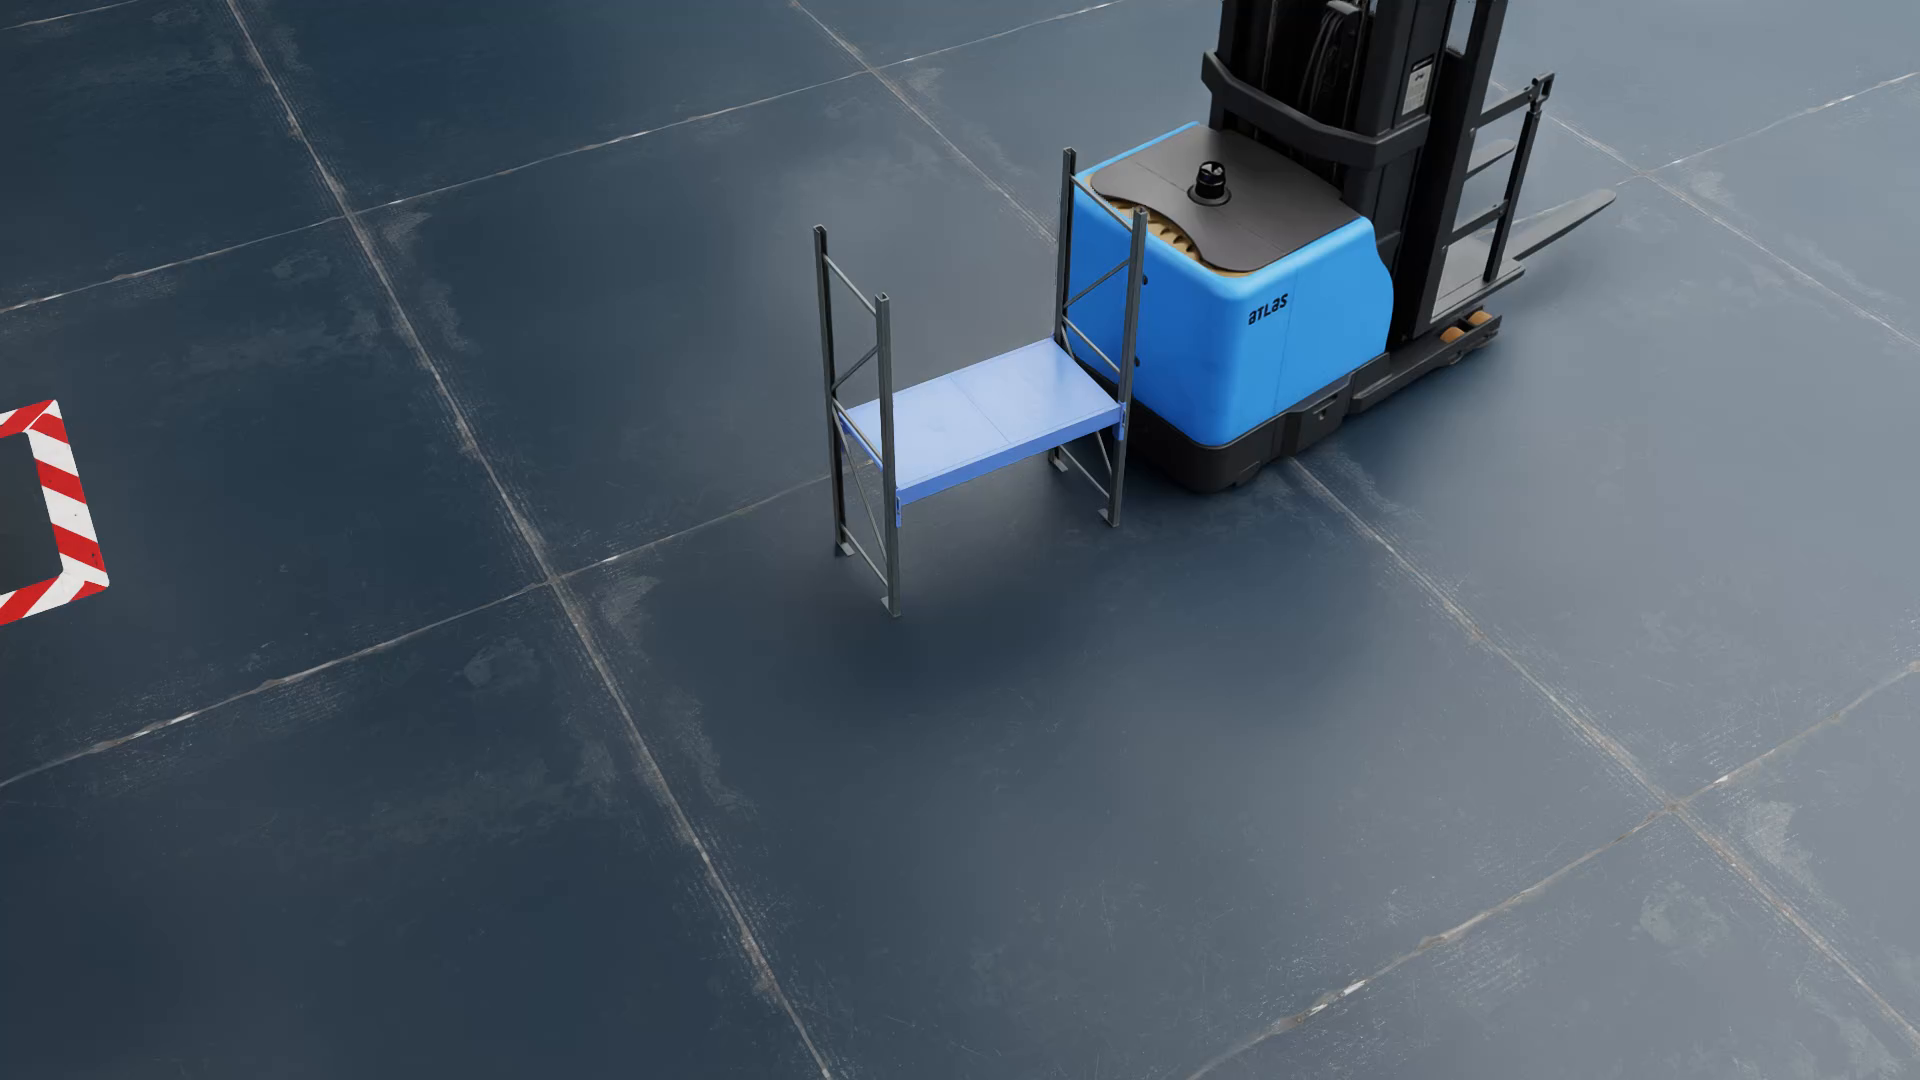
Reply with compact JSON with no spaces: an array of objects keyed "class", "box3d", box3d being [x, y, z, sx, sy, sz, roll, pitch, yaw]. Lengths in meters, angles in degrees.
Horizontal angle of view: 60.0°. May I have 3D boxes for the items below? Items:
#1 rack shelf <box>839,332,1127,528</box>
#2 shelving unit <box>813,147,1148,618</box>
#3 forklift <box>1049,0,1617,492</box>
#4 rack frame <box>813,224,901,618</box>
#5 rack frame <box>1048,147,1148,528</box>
[{"class":"rack shelf","box3d":[0.074,-0.439,6.383,1.000,0.185,0.538,-22,48,-21]},{"class":"shelving unit","box3d":[0.074,-0.568,6.258,1.048,1.500,0.538,-22,48,-21]},{"class":"forklift","box3d":[-8.348,-2.749,7.478,17.733,2.935,15.389,-29,51,-27]},{"class":"rack frame","box3d":[-0.367,-0.391,6.076,0.032,1.500,0.500,-22,48,-21]},{"class":"rack frame","box3d":[0.515,-0.744,6.440,0.032,1.500,0.500,-22,48,-21]}]
